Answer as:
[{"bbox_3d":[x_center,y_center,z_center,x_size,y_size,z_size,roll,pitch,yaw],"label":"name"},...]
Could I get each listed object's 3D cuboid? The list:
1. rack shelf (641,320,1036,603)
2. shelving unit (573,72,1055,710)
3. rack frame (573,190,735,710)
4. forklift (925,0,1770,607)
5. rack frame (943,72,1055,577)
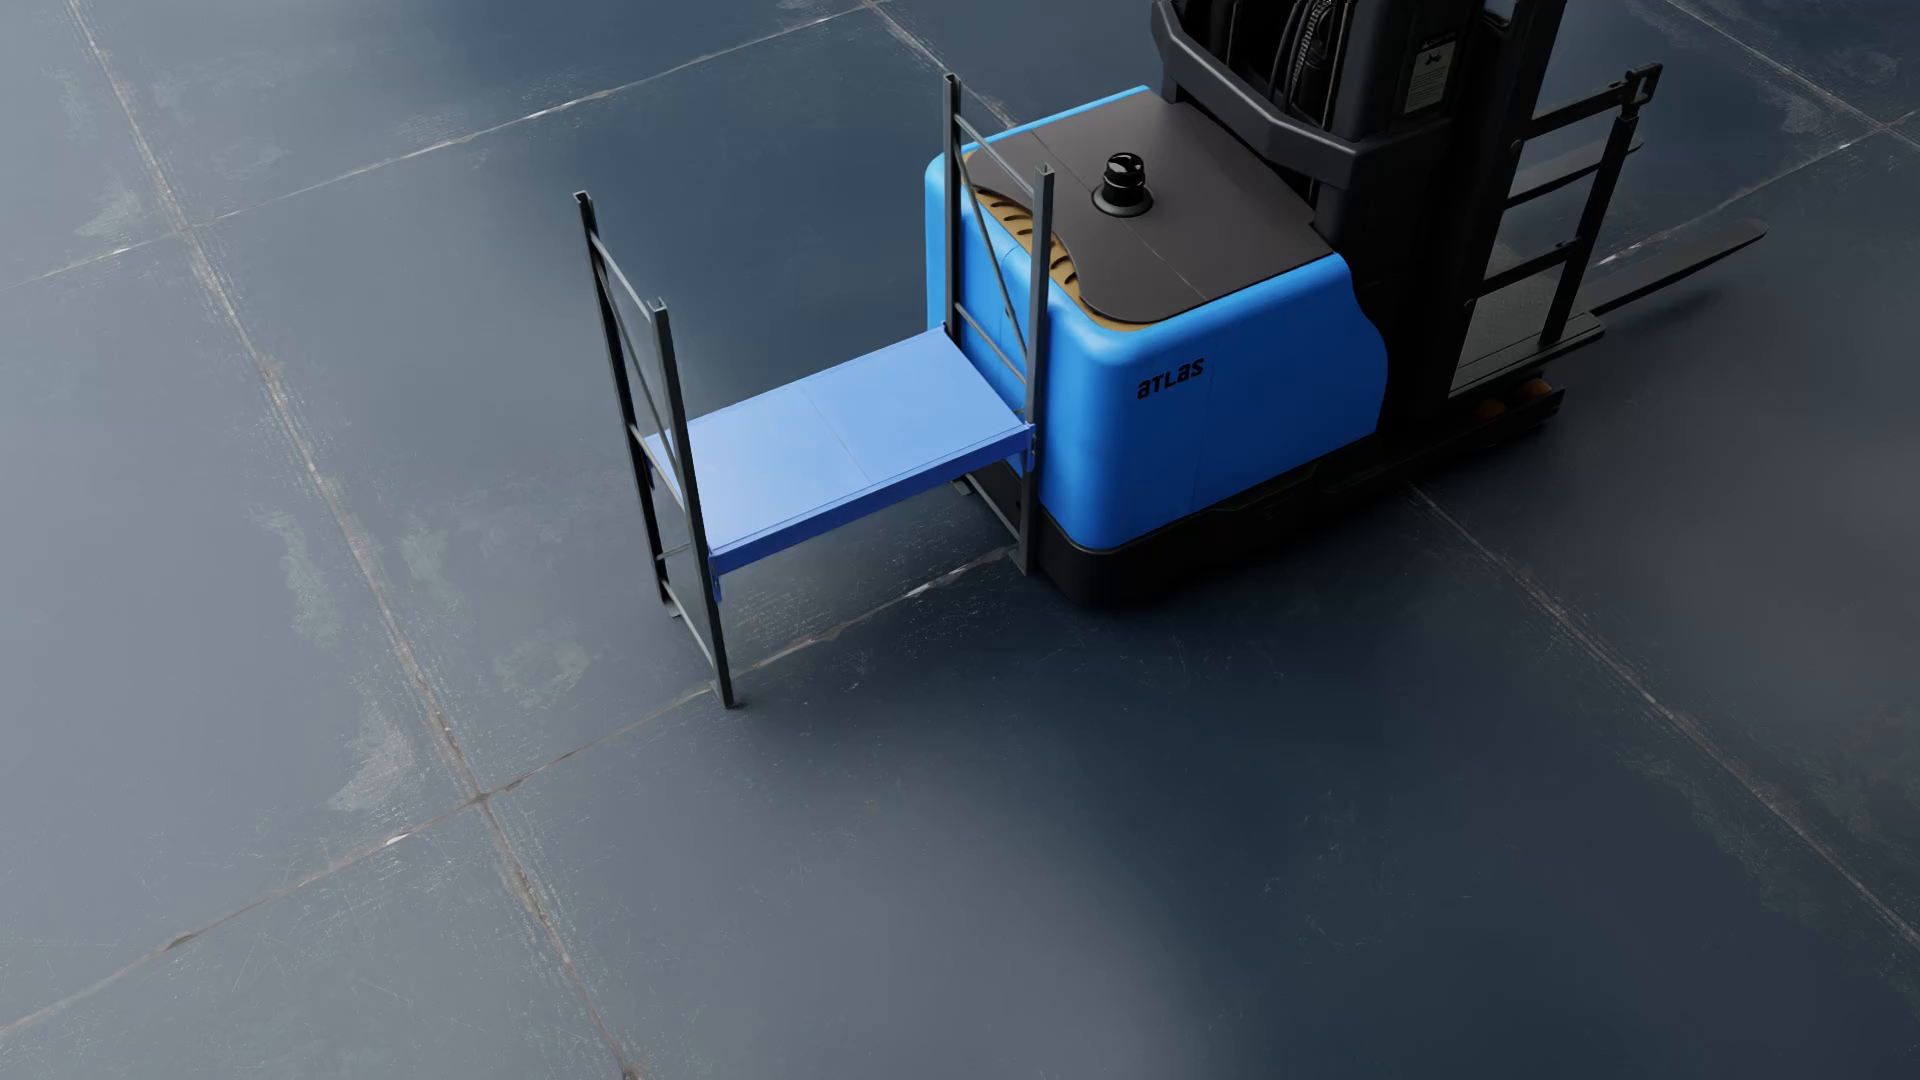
[{"bbox_3d":[-0.348,-0.243,4.703,1.000,0.185,0.538,-23,52,-19],"label":"rack shelf"},{"bbox_3d":[-0.348,-0.363,4.569,1.048,1.500,0.538,-23,52,-19],"label":"shelving unit"},{"bbox_3d":[-0.789,-0.174,4.400,0.032,1.500,0.500,-23,52,-19],"label":"rack frame"},{"bbox_3d":[1.419,-1.599,4.712,3.031,2.935,1.130,-23,52,-19],"label":"forklift"},{"bbox_3d":[0.093,-0.551,4.737,0.032,1.500,0.500,-23,52,-19],"label":"rack frame"}]
